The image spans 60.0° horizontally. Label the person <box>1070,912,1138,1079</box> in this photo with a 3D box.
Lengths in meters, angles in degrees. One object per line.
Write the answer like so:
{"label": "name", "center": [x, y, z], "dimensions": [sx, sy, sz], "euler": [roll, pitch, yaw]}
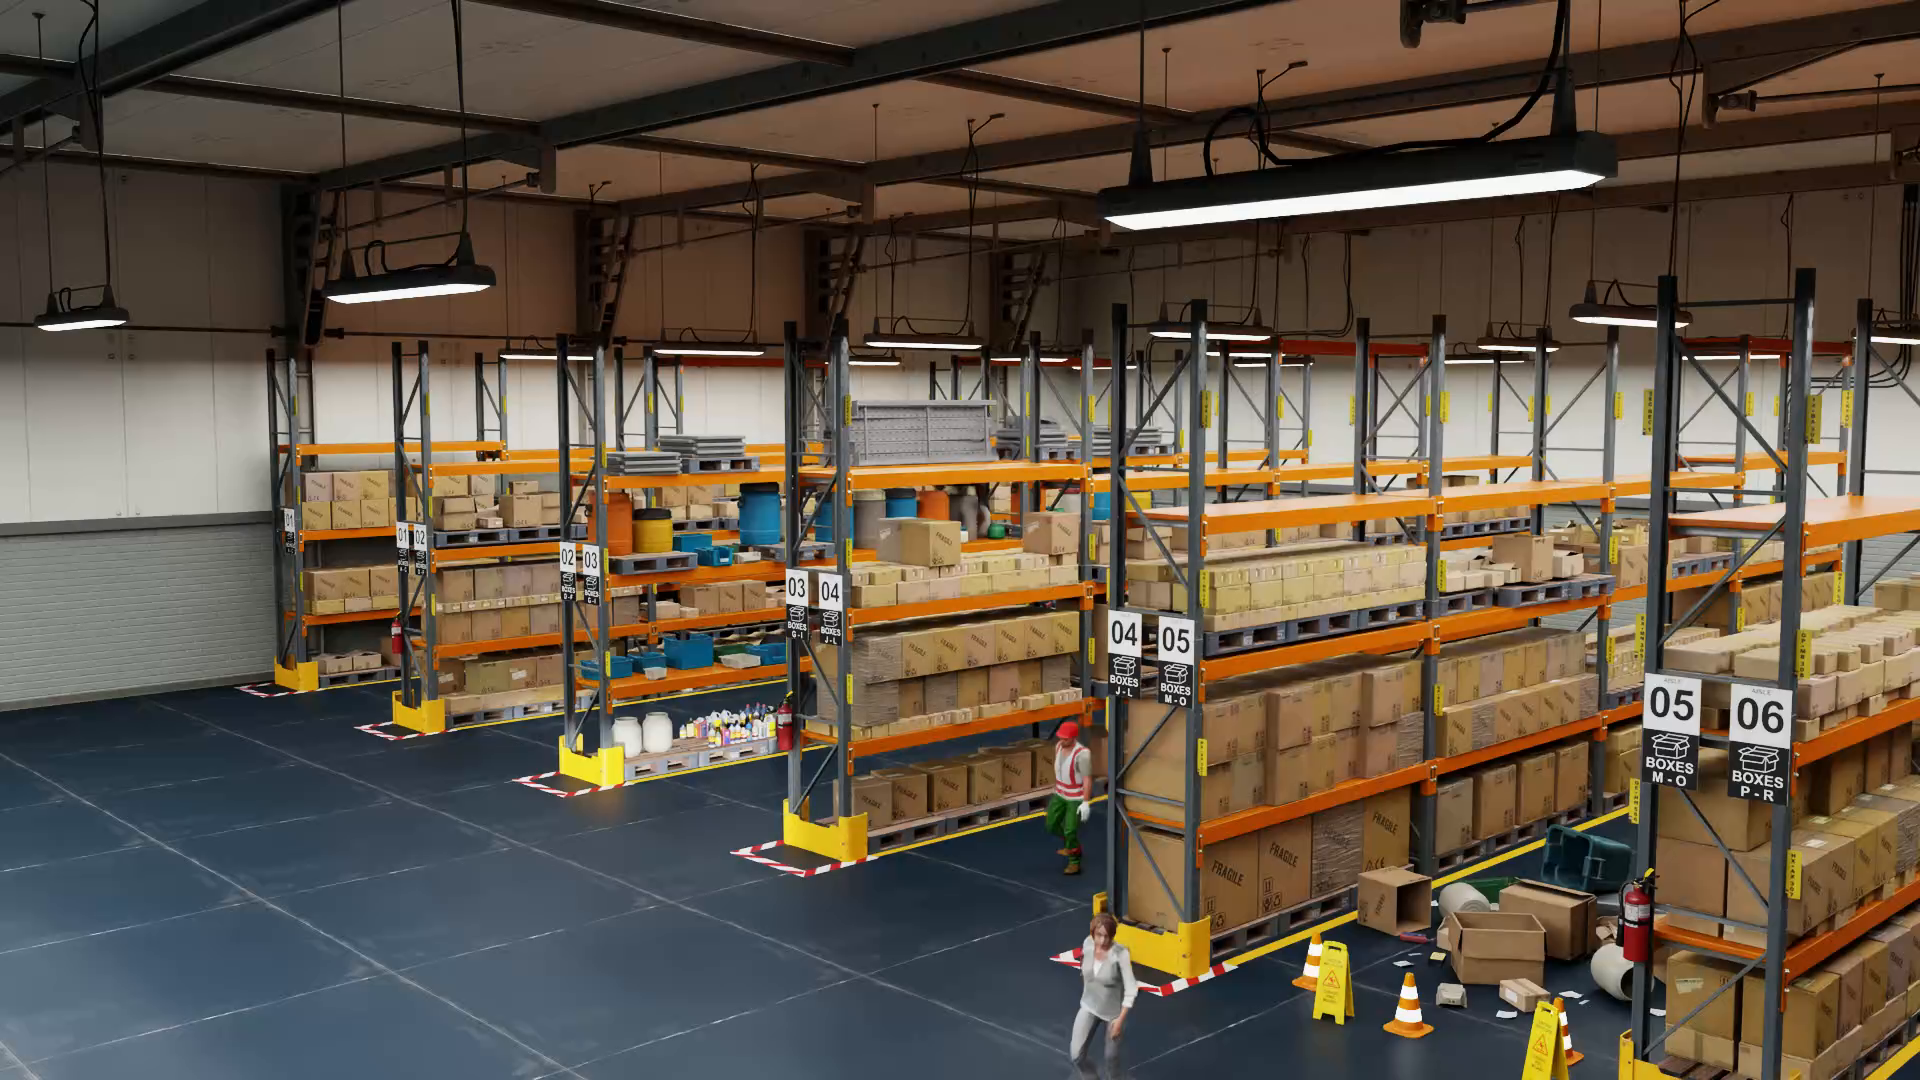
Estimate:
{"label": "person", "center": [1.053, 3.362, 11.834], "dimensions": [0.504, 1.535, 0.735], "euler": [2, 5, 24]}

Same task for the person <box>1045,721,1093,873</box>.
{"label": "person", "center": [1.218, 2.754, 17.930], "dimensions": [0.691, 1.692, 0.806], "euler": [-4, 7, -40]}

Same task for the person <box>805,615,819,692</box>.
{"label": "person", "center": [-2.598, 1.793, 29.110], "dimensions": [0.645, 1.771, 0.904], "euler": [5, 7, 43]}
